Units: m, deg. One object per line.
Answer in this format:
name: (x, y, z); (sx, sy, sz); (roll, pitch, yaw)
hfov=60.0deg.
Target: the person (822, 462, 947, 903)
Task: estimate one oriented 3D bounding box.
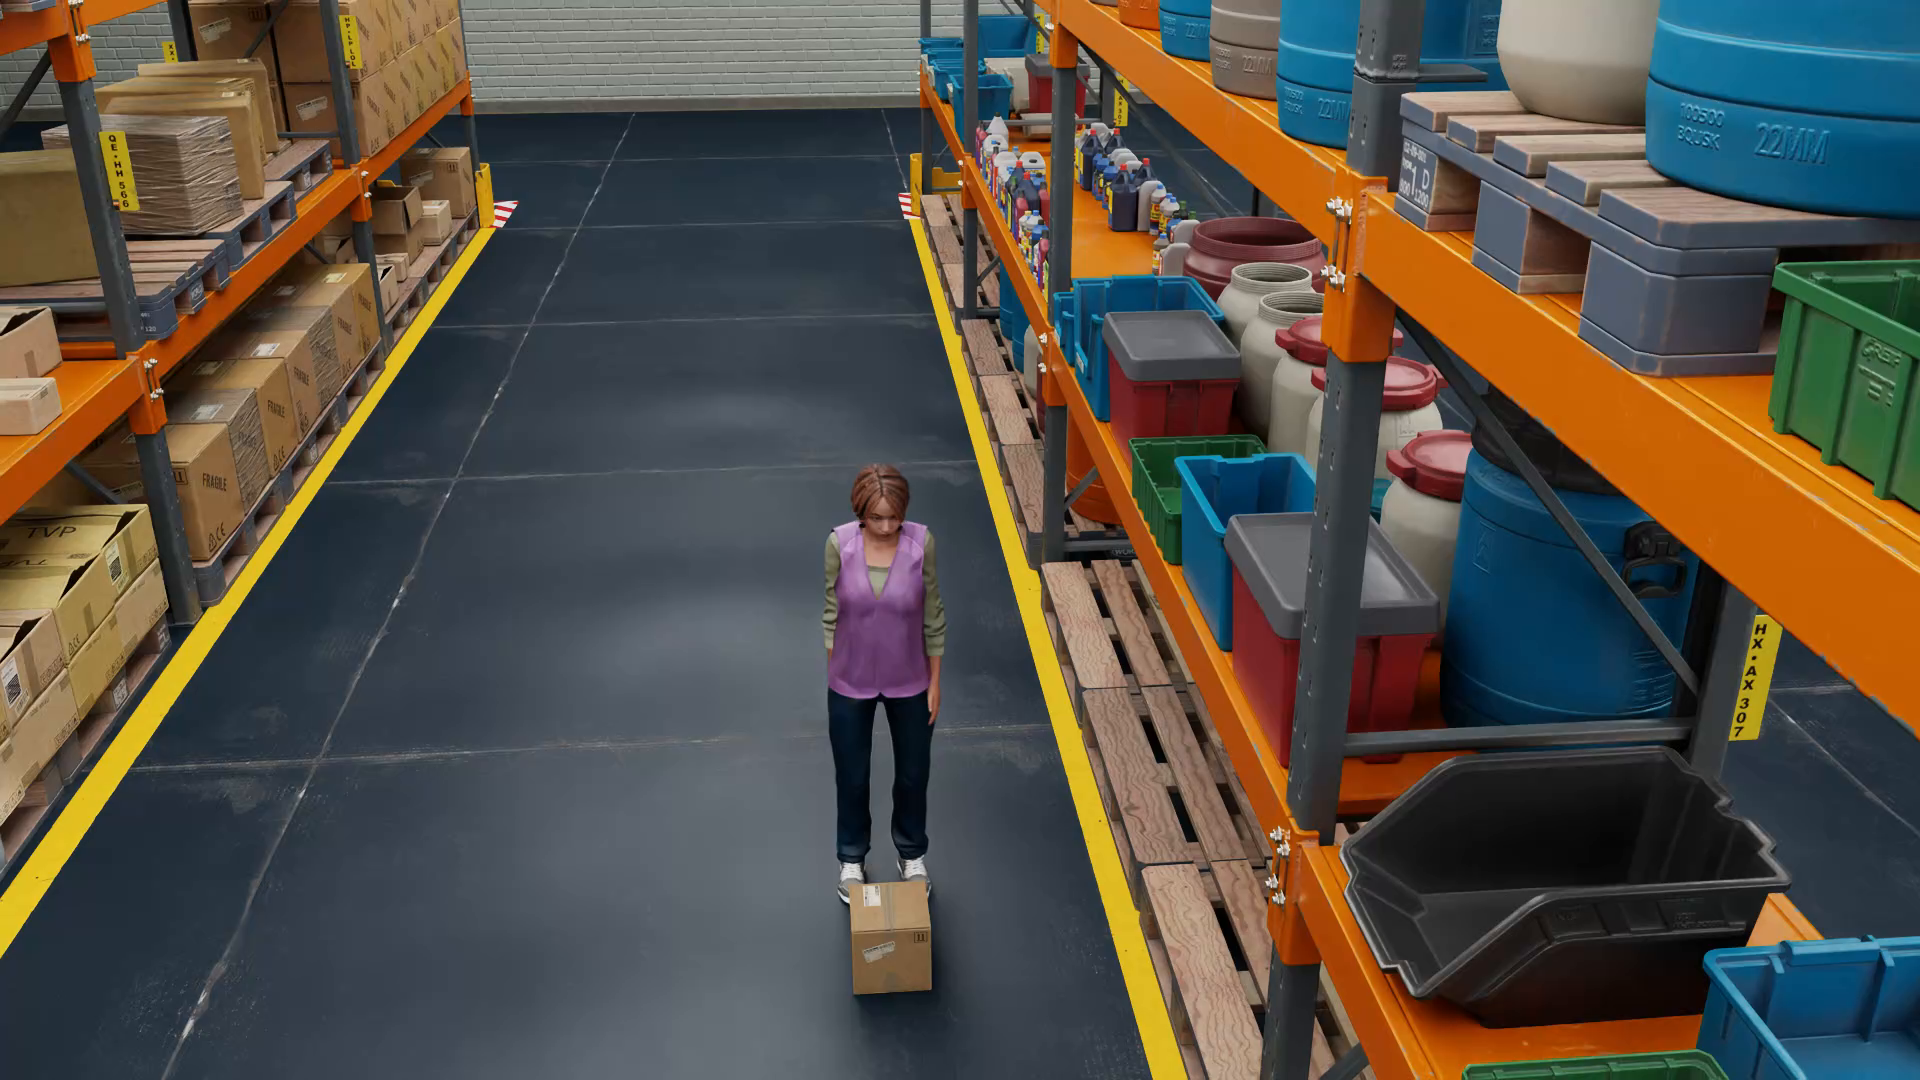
person: (-0.247, 0.482, 5.547); (0.408, 1.595, 0.299); (-2, 24, -4)
